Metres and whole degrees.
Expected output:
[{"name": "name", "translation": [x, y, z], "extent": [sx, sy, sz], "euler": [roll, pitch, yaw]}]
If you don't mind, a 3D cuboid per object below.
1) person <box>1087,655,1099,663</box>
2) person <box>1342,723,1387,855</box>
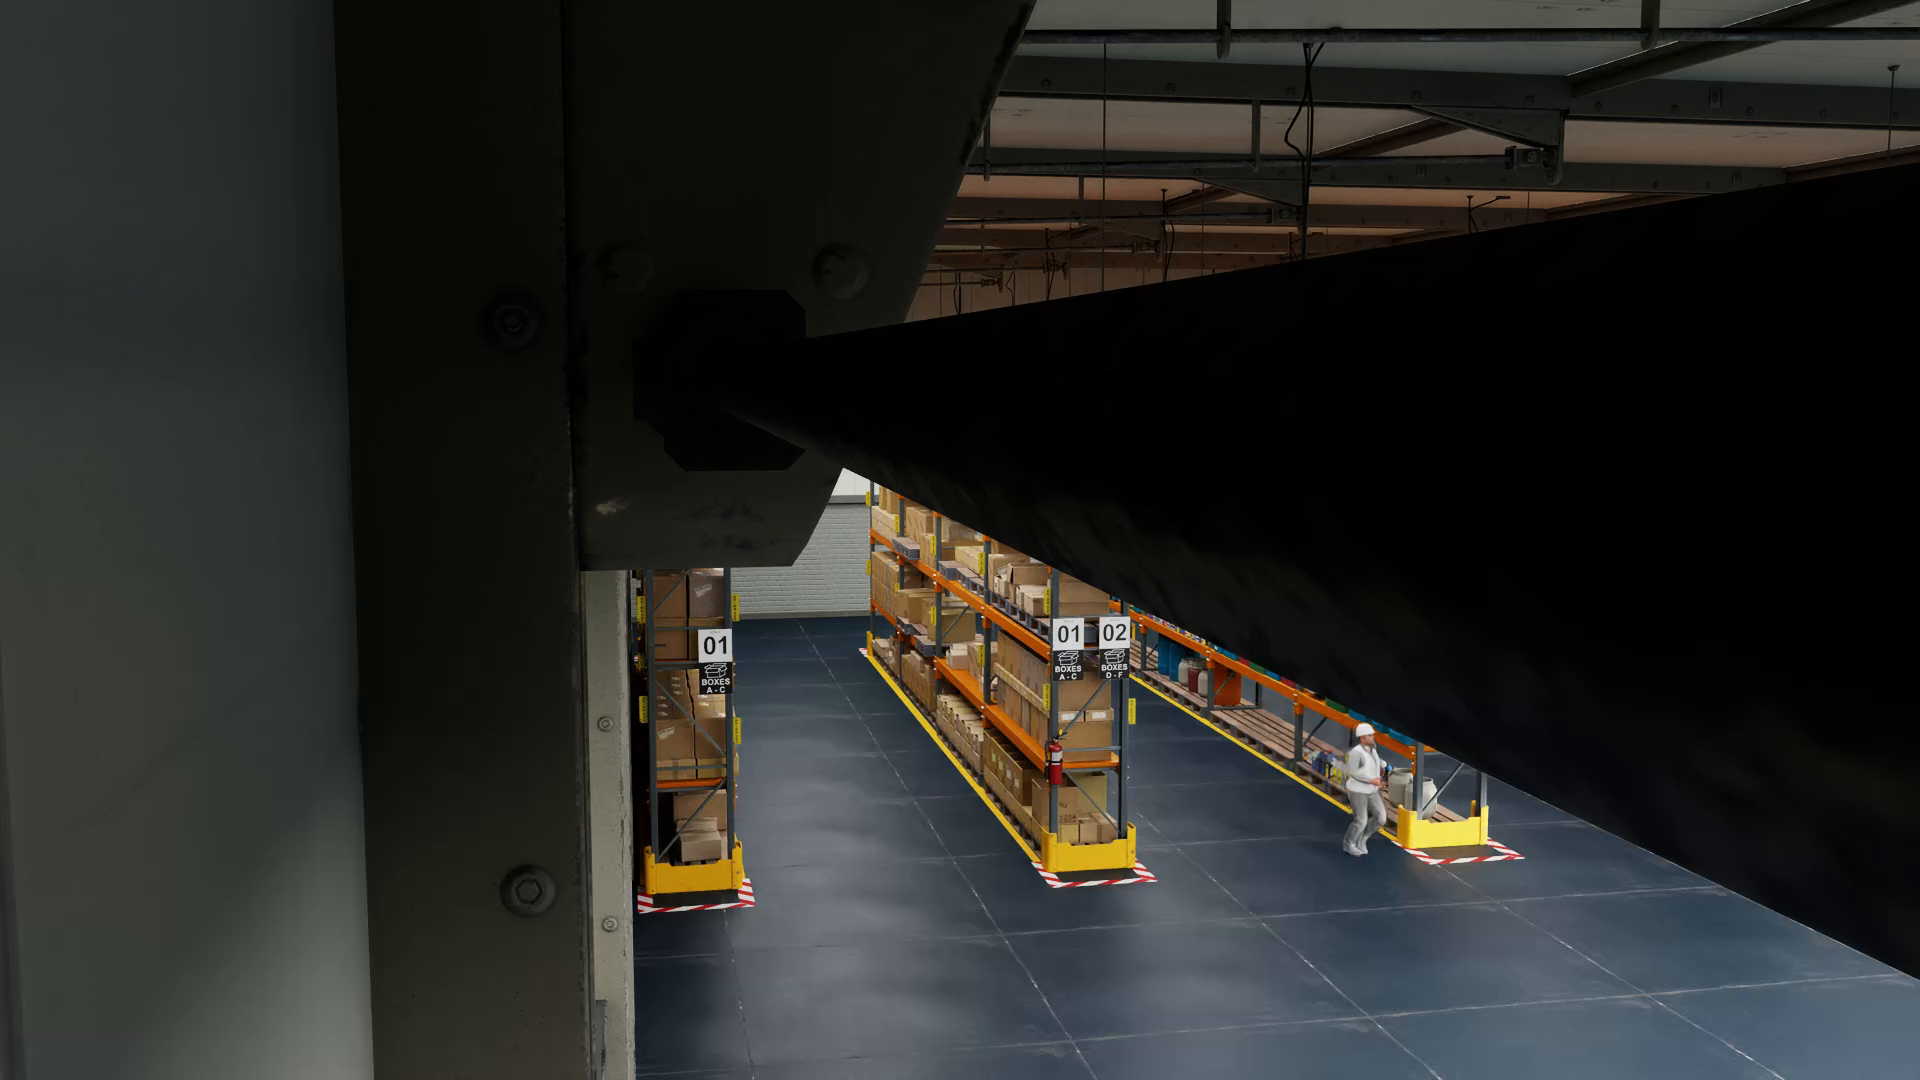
[{"name": "person", "translation": [2.529, 2.319, 31.171], "extent": [0.524, 1.525, 0.736], "euler": [-2, 6, -20]}, {"name": "person", "translation": [5.252, 3.229, 21.439], "extent": [0.676, 1.762, 0.643], "euler": [-6, 8, -44]}]
